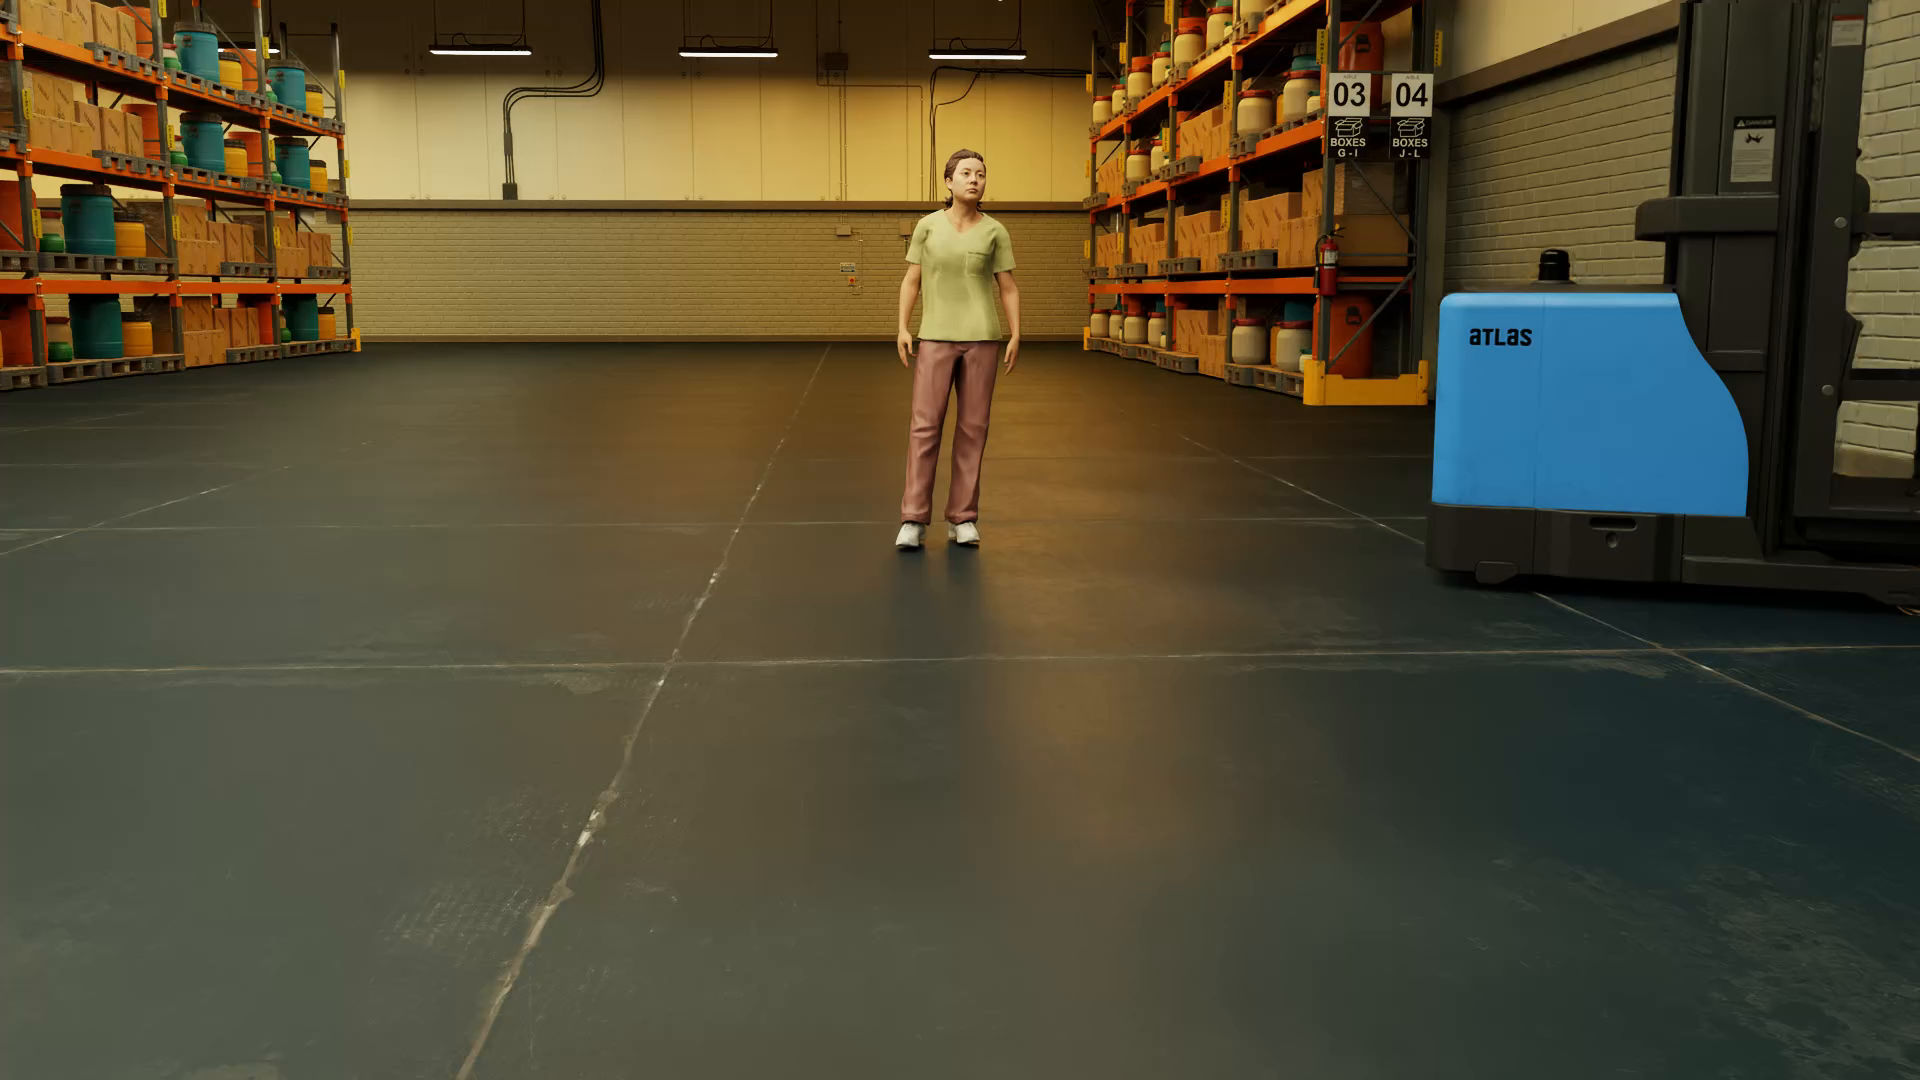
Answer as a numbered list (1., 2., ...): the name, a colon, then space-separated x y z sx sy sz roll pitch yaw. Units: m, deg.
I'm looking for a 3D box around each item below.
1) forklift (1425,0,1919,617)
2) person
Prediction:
1. forklift: 3.303 -1.271 5.888 3.031 2.935 1.130 3 9 19
2. person: -0.007 -0.825 7.112 0.553 1.675 0.549 -1 8 -4
